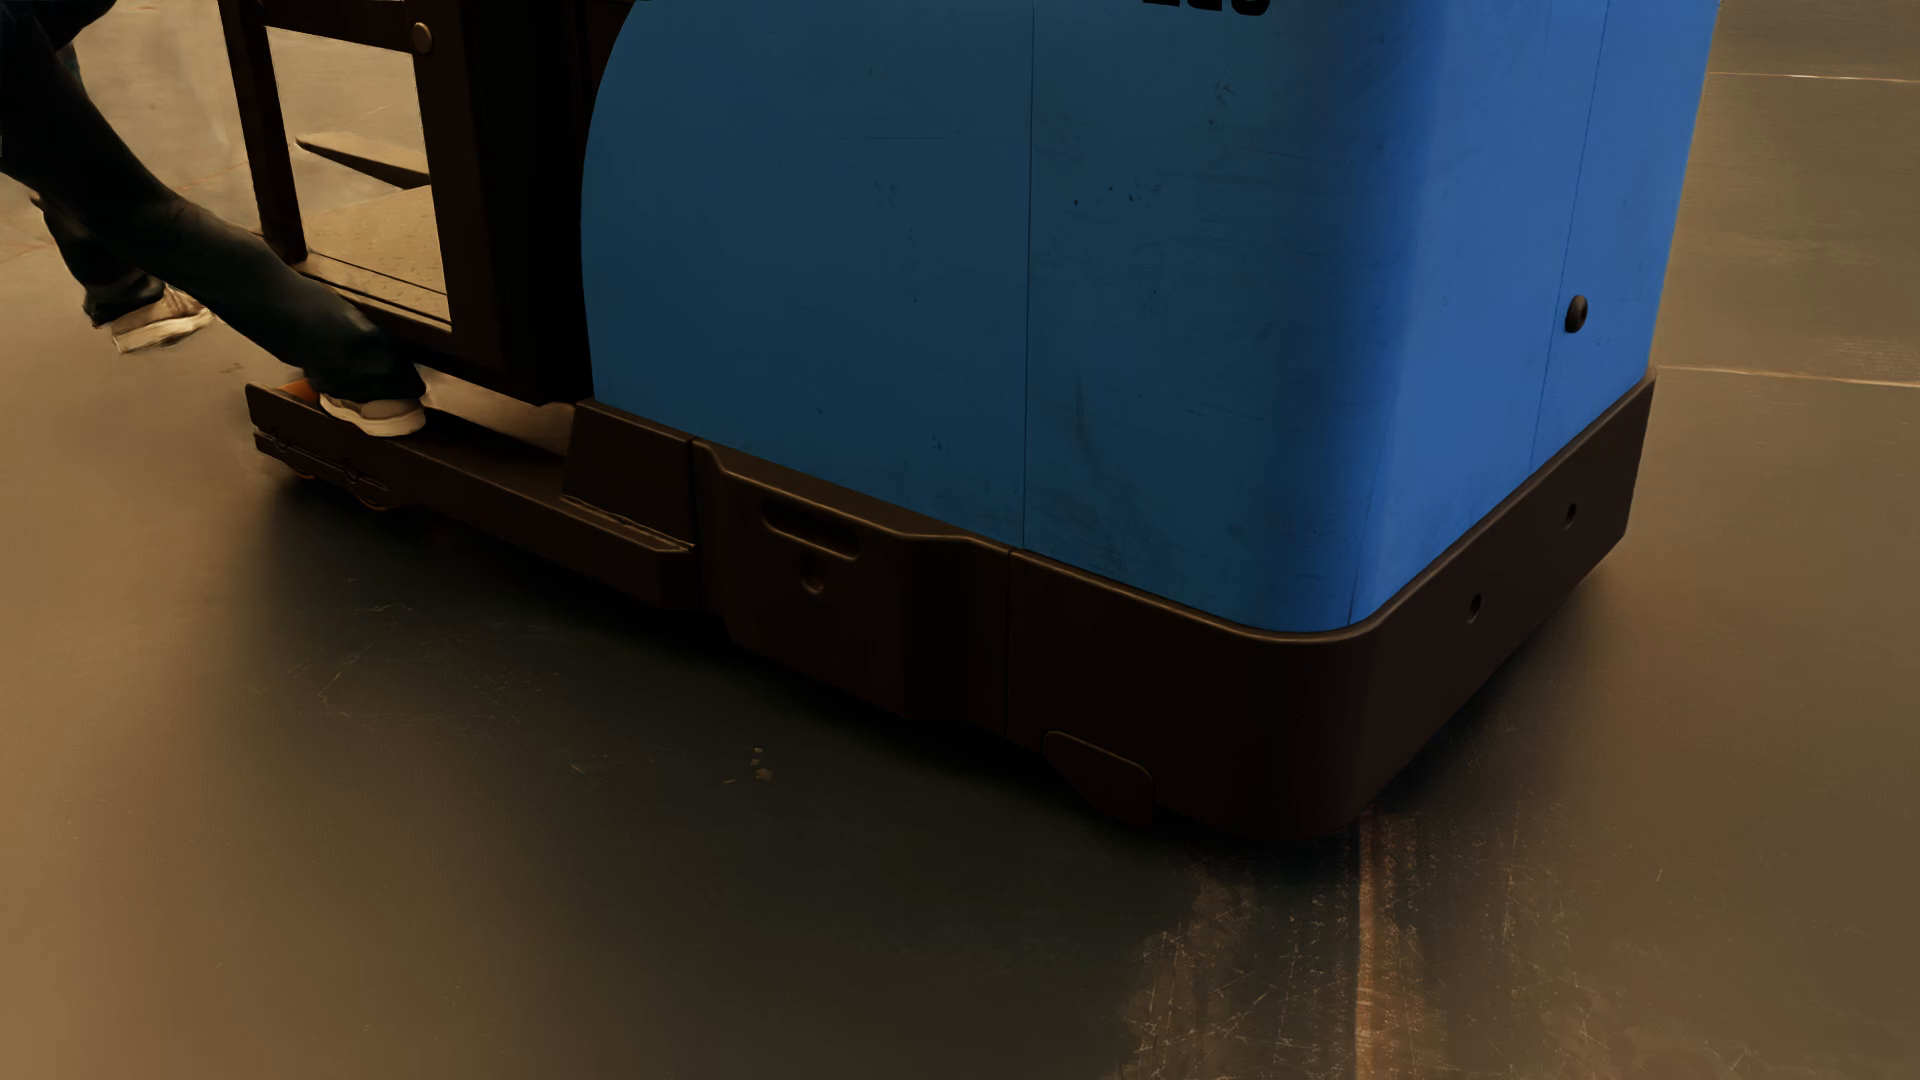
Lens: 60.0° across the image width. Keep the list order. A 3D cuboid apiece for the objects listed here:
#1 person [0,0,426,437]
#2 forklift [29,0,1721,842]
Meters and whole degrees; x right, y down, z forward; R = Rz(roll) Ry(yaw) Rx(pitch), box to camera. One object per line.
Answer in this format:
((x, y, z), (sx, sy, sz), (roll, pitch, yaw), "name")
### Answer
((-1.245, -0.808, 2.259), (0.848, 1.353, 0.821), (-16, 31, -29), "person")
((-0.517, -1.519, 2.256), (3.031, 2.935, 1.130), (19, 33, 33), "forklift")
